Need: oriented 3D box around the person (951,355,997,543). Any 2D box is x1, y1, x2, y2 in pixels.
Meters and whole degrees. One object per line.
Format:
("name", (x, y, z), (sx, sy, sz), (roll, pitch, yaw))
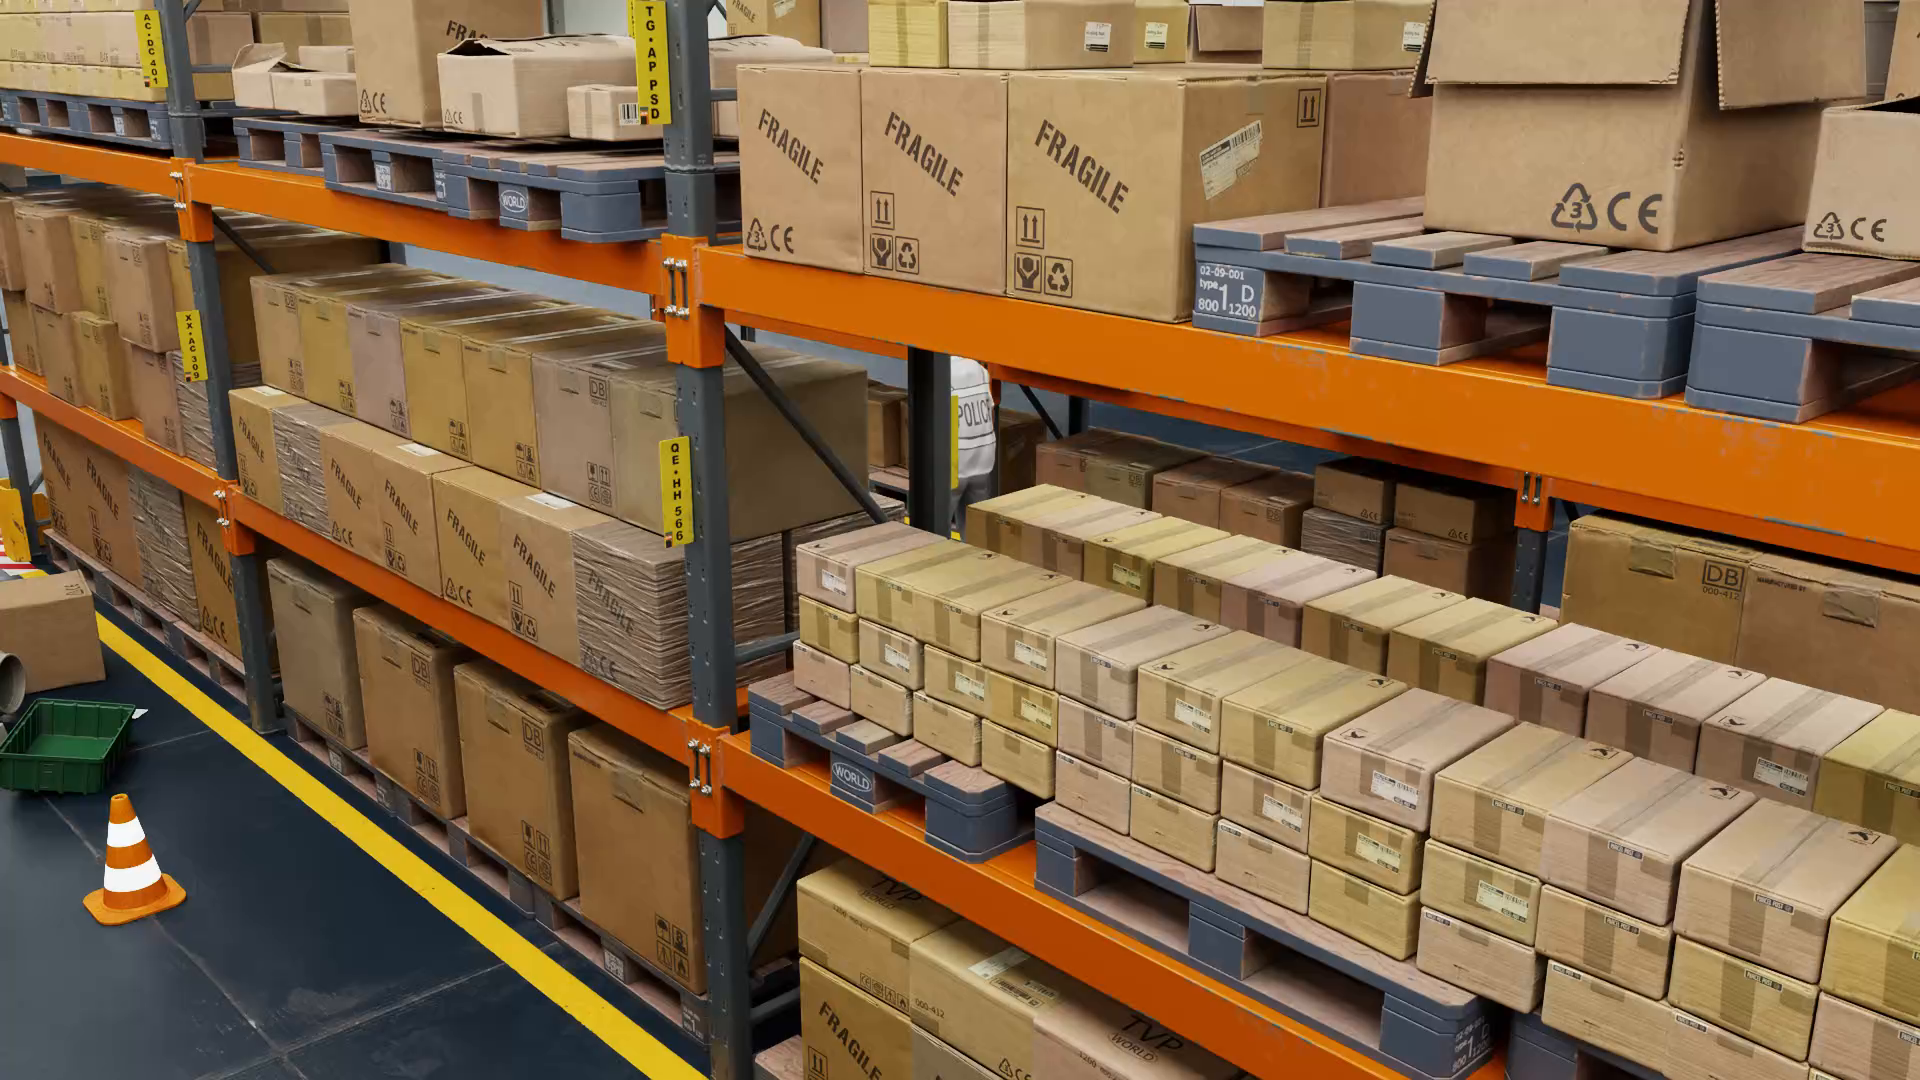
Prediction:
("person", (-0.024, -0.447, 9.979), (0.585, 1.747, 0.439), (-16, 23, -41))
